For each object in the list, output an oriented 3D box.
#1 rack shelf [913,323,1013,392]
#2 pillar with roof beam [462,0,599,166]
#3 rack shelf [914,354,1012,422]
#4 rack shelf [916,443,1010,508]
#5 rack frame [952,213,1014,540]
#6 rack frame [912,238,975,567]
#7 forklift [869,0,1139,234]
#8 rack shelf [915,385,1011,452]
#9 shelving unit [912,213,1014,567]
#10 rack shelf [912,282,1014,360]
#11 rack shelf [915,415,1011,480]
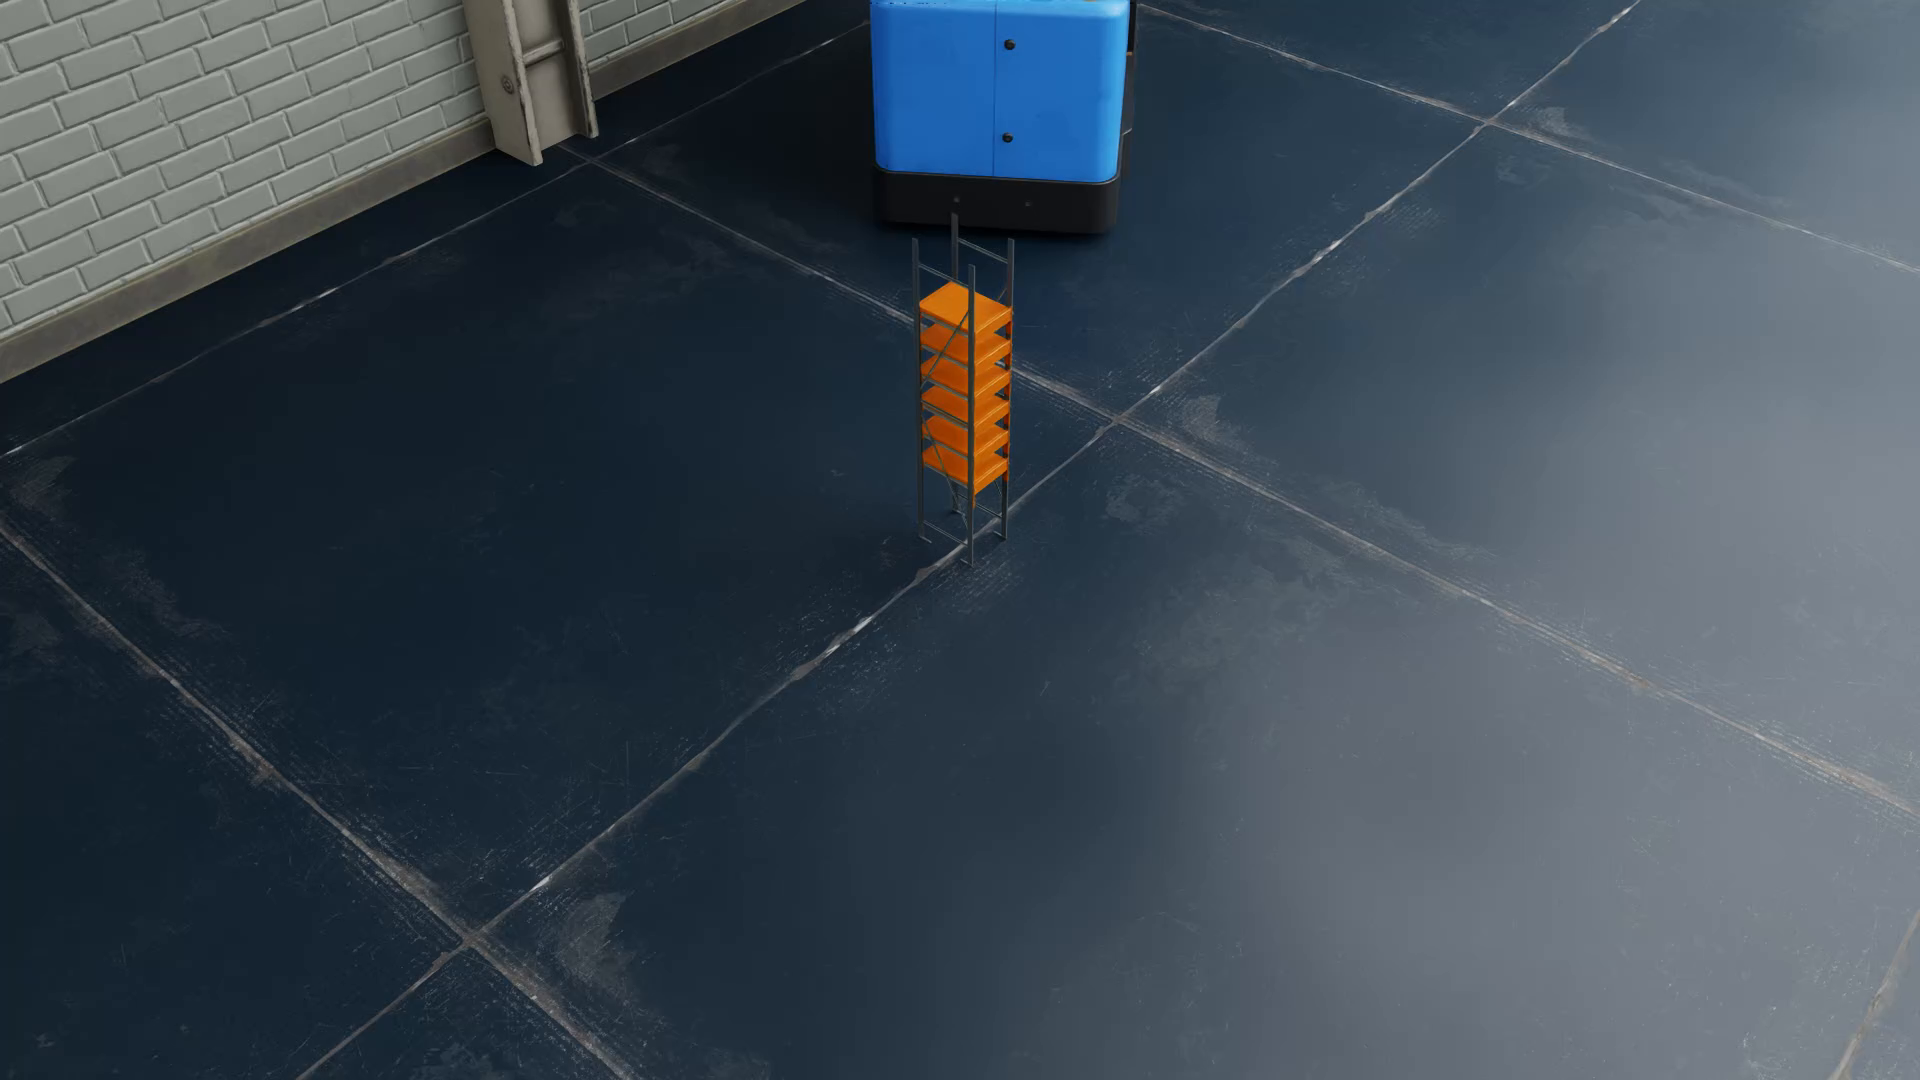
[{"bbox_3d":[0.009,-0.596,5.223,0.258,0.103,0.180,29,50,28],"label":"rack shelf"},{"bbox_3d":[1.349,-3.349,2.744,9.100,9.000,0.400,29,50,28],"label":"pillar with roof beam"},{"bbox_3d":[0.009,-0.507,5.304,0.258,0.103,0.180,29,50,28],"label":"rack shelf"},{"bbox_3d":[0.009,-0.241,5.546,0.258,0.103,0.180,29,50,28],"label":"rack shelf"},{"bbox_3d":[0.068,-0.498,5.406,0.240,1.200,0.006,29,50,28],"label":"rack frame"},{"bbox_3d":[-0.050,-0.404,5.303,0.240,1.200,0.006,29,50,28],"label":"rack frame"},{"bbox_3d":[0.309,-3.377,7.285,1.130,2.935,3.031,4,42,5],"label":"forklift"},{"bbox_3d":[0.009,-0.419,5.384,0.258,0.103,0.180,29,50,28],"label":"rack shelf"},{"bbox_3d":[0.009,-0.451,5.355,0.258,1.200,0.189,29,50,28],"label":"shelving unit"},{"bbox_3d":[0.009,-0.685,5.142,0.258,0.103,0.180,29,50,28],"label":"rack shelf"},{"bbox_3d":[0.009,-0.330,5.465,0.258,0.103,0.180,29,50,28],"label":"rack shelf"}]
